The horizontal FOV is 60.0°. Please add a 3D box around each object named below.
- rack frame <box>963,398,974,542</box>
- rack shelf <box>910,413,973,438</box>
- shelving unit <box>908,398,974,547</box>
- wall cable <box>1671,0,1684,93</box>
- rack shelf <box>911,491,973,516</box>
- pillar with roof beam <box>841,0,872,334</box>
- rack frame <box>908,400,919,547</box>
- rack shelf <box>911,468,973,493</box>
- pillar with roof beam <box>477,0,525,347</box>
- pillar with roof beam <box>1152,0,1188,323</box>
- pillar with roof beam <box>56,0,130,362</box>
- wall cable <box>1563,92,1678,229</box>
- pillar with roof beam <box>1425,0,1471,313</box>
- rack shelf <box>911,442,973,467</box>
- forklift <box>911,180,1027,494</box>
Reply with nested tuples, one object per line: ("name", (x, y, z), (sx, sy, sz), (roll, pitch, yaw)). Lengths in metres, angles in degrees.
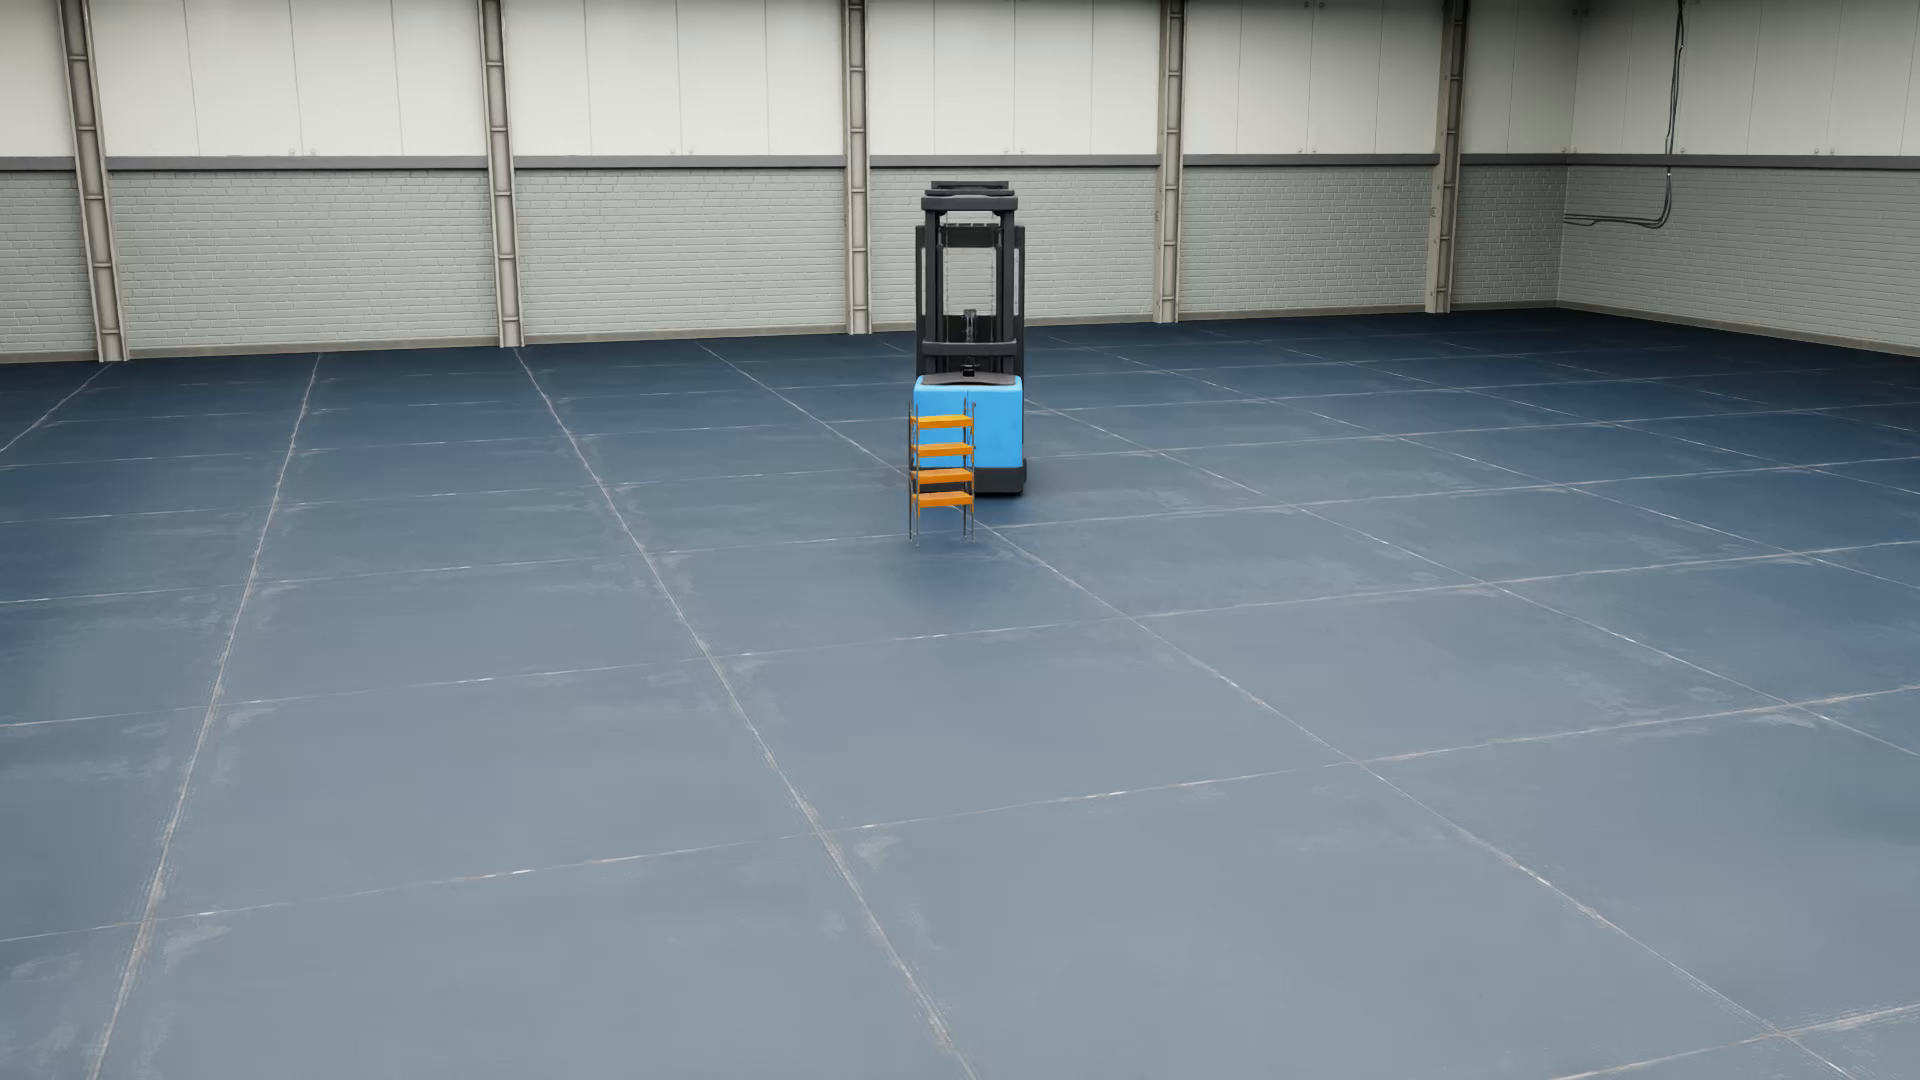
("rack frame", (0.074, -0.590, 14.028), (0.015, 1.200, 0.240), (-4, 14, -18))
("rack shelf", (-0.157, -0.954, 13.862), (0.480, 0.148, 0.258), (-4, 14, -18))
("shelving unit", (-0.157, -0.571, 13.953), (0.503, 1.200, 0.258), (-4, 14, -18))
("wall cable", (13.648, -9.231, 29.301), (0.112, 2.526, 3.097), (-4, 14, -18))
("rack shelf", (-0.157, -0.313, 14.014), (0.480, 0.148, 0.258), (-4, 14, -18))
("pillar with roof beam", (-0.429, -7.121, 24.633), (0.400, 9.000, 9.100), (-4, 14, -18))
("rack frame", (-0.388, -0.553, 13.877), (0.015, 1.200, 0.240), (-4, 14, -18))
("rack shelf", (-0.157, -0.506, 13.968), (0.480, 0.148, 0.258), (-4, 14, -18))
("pillar with roof beam", (-6.116, -6.678, 22.771), (0.400, 9.000, 9.100), (-4, 14, -18))
("pillar with roof beam", (5.258, -7.564, 26.494), (0.400, 9.000, 9.100), (-4, 14, -18))
("pillar with roof beam", (-11.802, -6.235, 20.909), (0.400, 9.000, 9.100), (-4, 14, -18))
("wall cable", (12.785, -7.367, 32.380), (0.112, 2.526, 3.097), (-4, 14, -18))
("pillar with roof beam", (10.944, -8.006, 28.356), (0.400, 9.000, 9.100), (-4, 14, -18))
("rack shelf", (-0.157, -0.724, 13.916), (0.480, 0.148, 0.258), (-4, 14, -18))
("forklift", (0.107, -2.156, 16.872), (1.130, 2.935, 3.031), (0, 13, 1))
